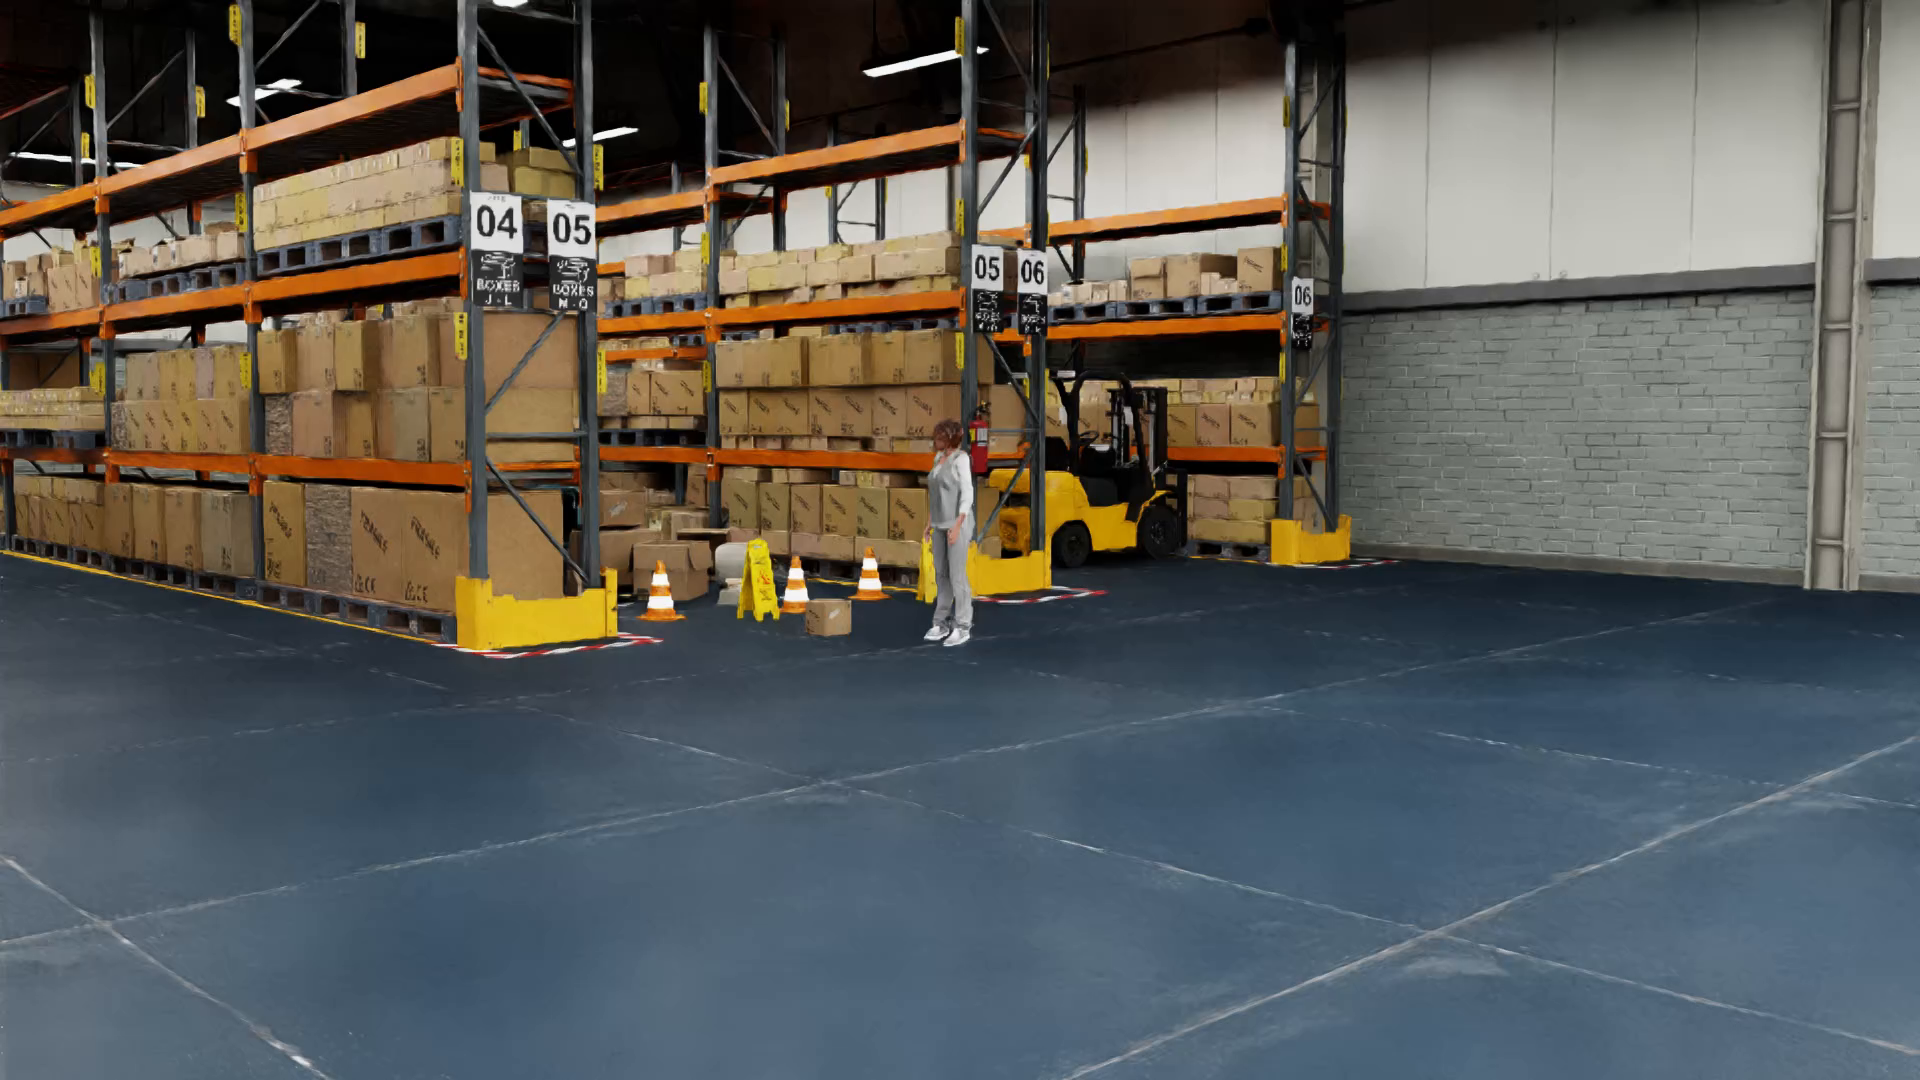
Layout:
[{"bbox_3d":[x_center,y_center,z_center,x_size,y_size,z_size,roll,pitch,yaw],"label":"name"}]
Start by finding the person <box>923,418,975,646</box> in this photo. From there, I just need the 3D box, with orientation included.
[{"bbox_3d":[-0.083,-0.064,12.041,0.363,1.632,0.460,-3,5,-32],"label":"person"}]
